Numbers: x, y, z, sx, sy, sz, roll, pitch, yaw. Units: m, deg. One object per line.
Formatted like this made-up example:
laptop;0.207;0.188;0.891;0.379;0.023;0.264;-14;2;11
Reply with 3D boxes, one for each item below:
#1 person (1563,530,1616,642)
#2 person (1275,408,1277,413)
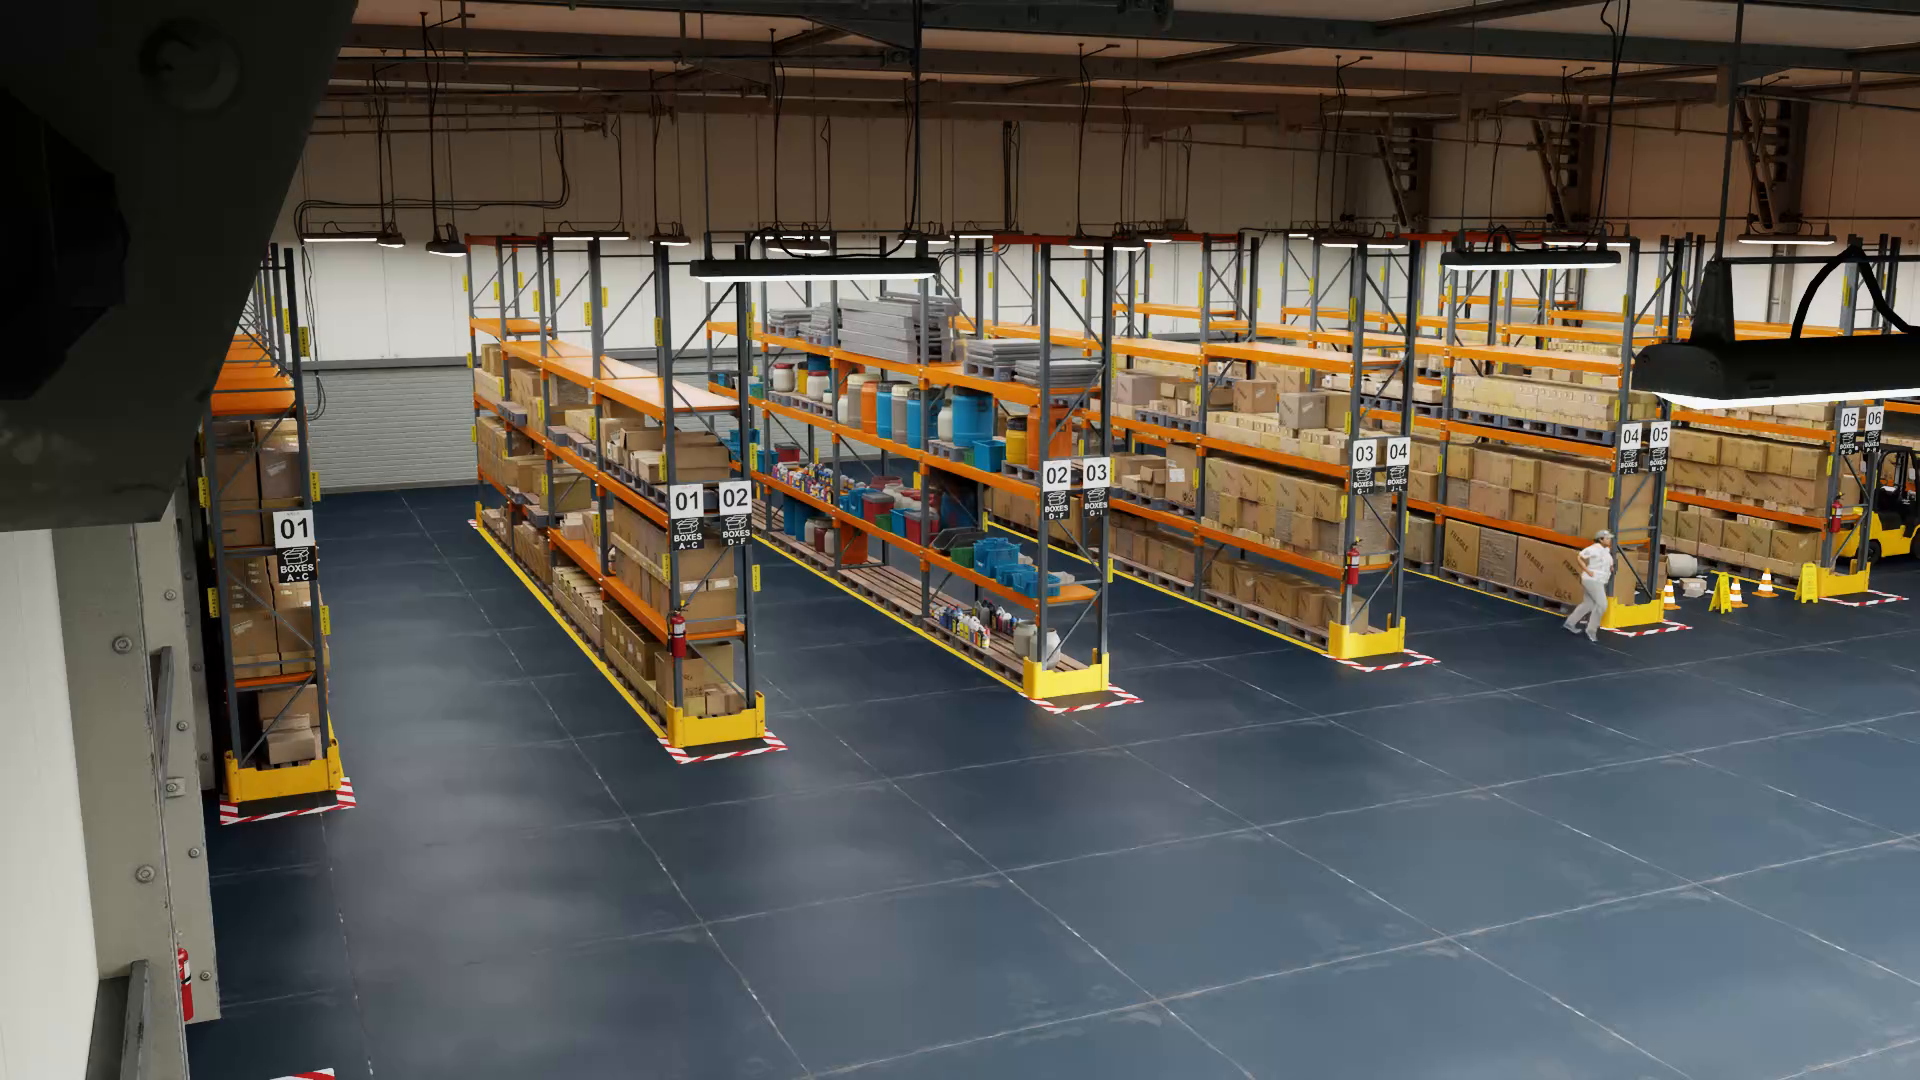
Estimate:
person;9.650;0.682;25.434;0.655;1.713;0.644;9;14;39
person;8.073;-2.956;43.880;0.862;1.706;0.770;3;11;13
